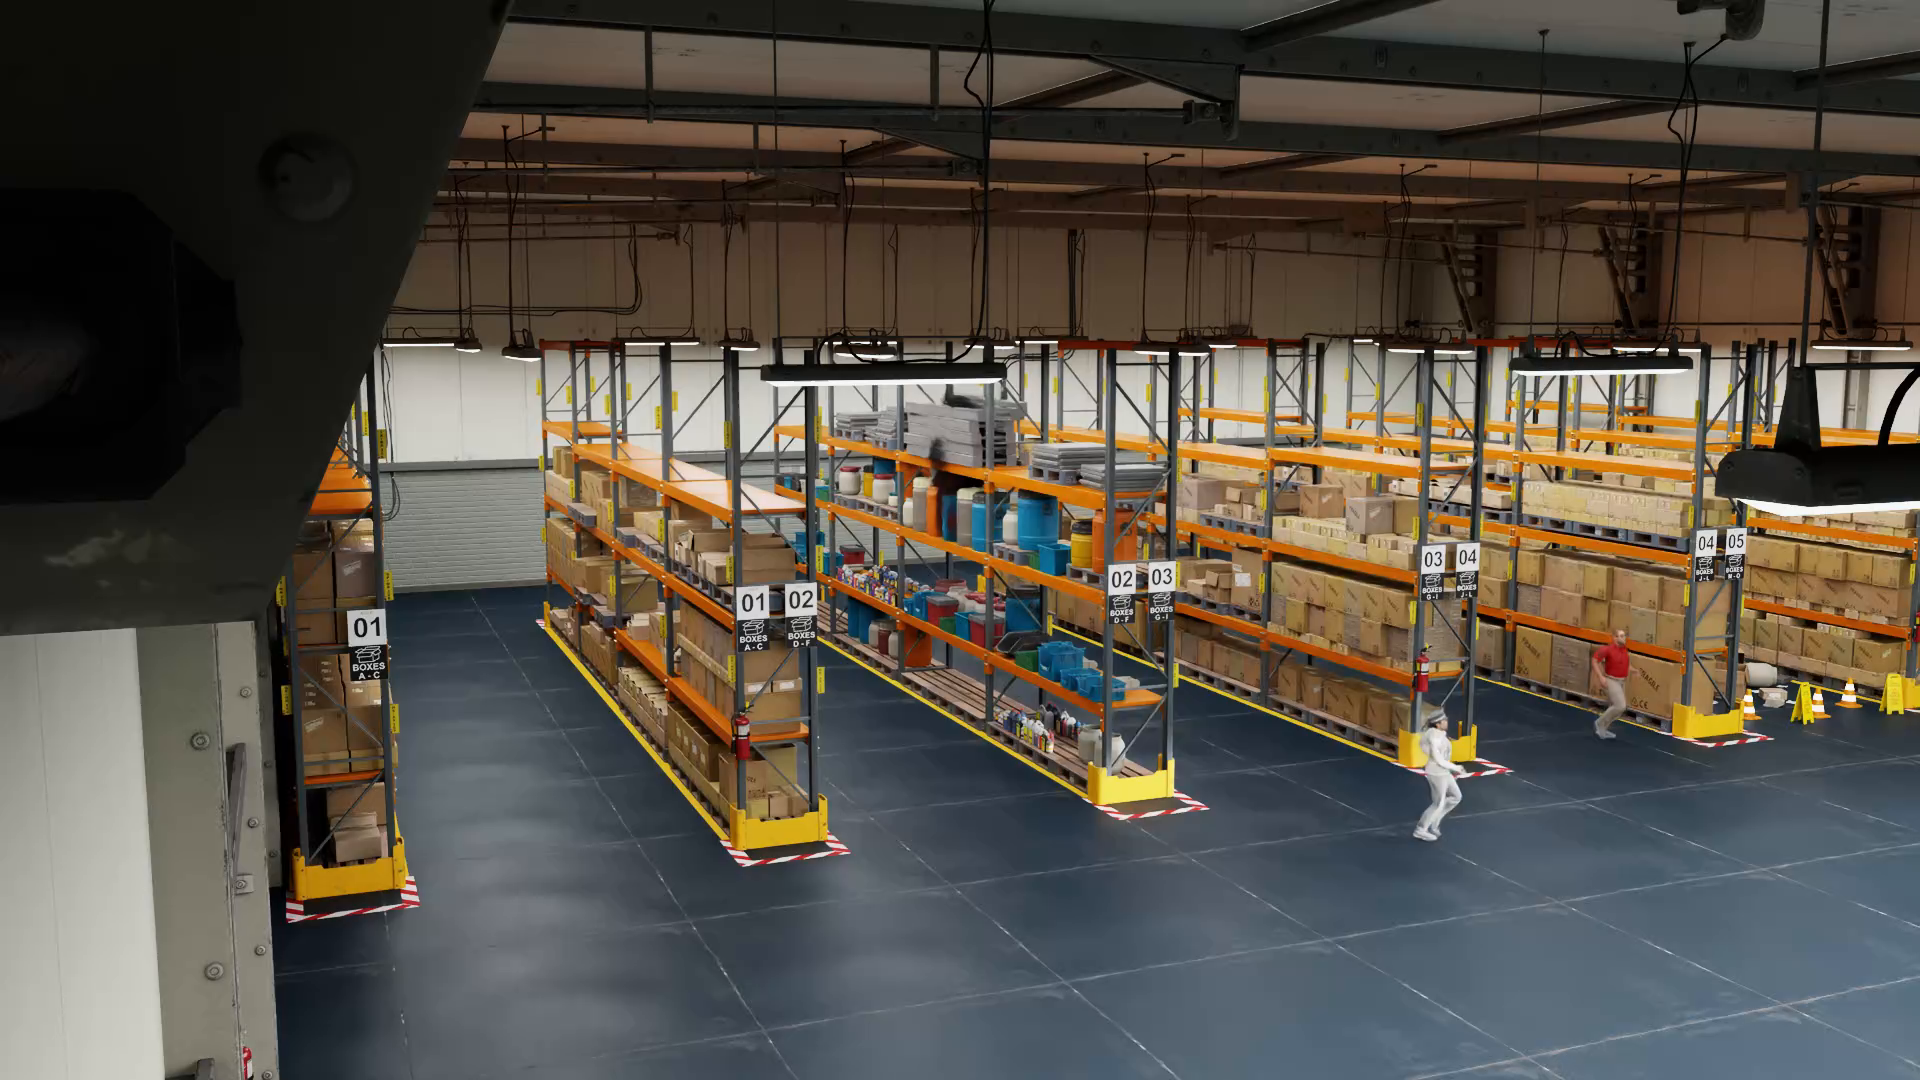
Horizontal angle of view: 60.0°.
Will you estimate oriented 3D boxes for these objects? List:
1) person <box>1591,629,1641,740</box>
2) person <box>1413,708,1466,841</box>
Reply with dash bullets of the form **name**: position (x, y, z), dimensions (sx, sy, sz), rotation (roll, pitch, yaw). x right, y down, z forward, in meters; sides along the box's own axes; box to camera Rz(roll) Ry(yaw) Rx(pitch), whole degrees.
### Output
- **person**: position (10.028, 2.203, 25.360), dimensions (0.667, 1.703, 0.614), rotation (-6, 9, -38)
- **person**: position (5.885, 2.862, 20.393), dimensions (0.593, 1.655, 0.628), rotation (2, 8, 12)
